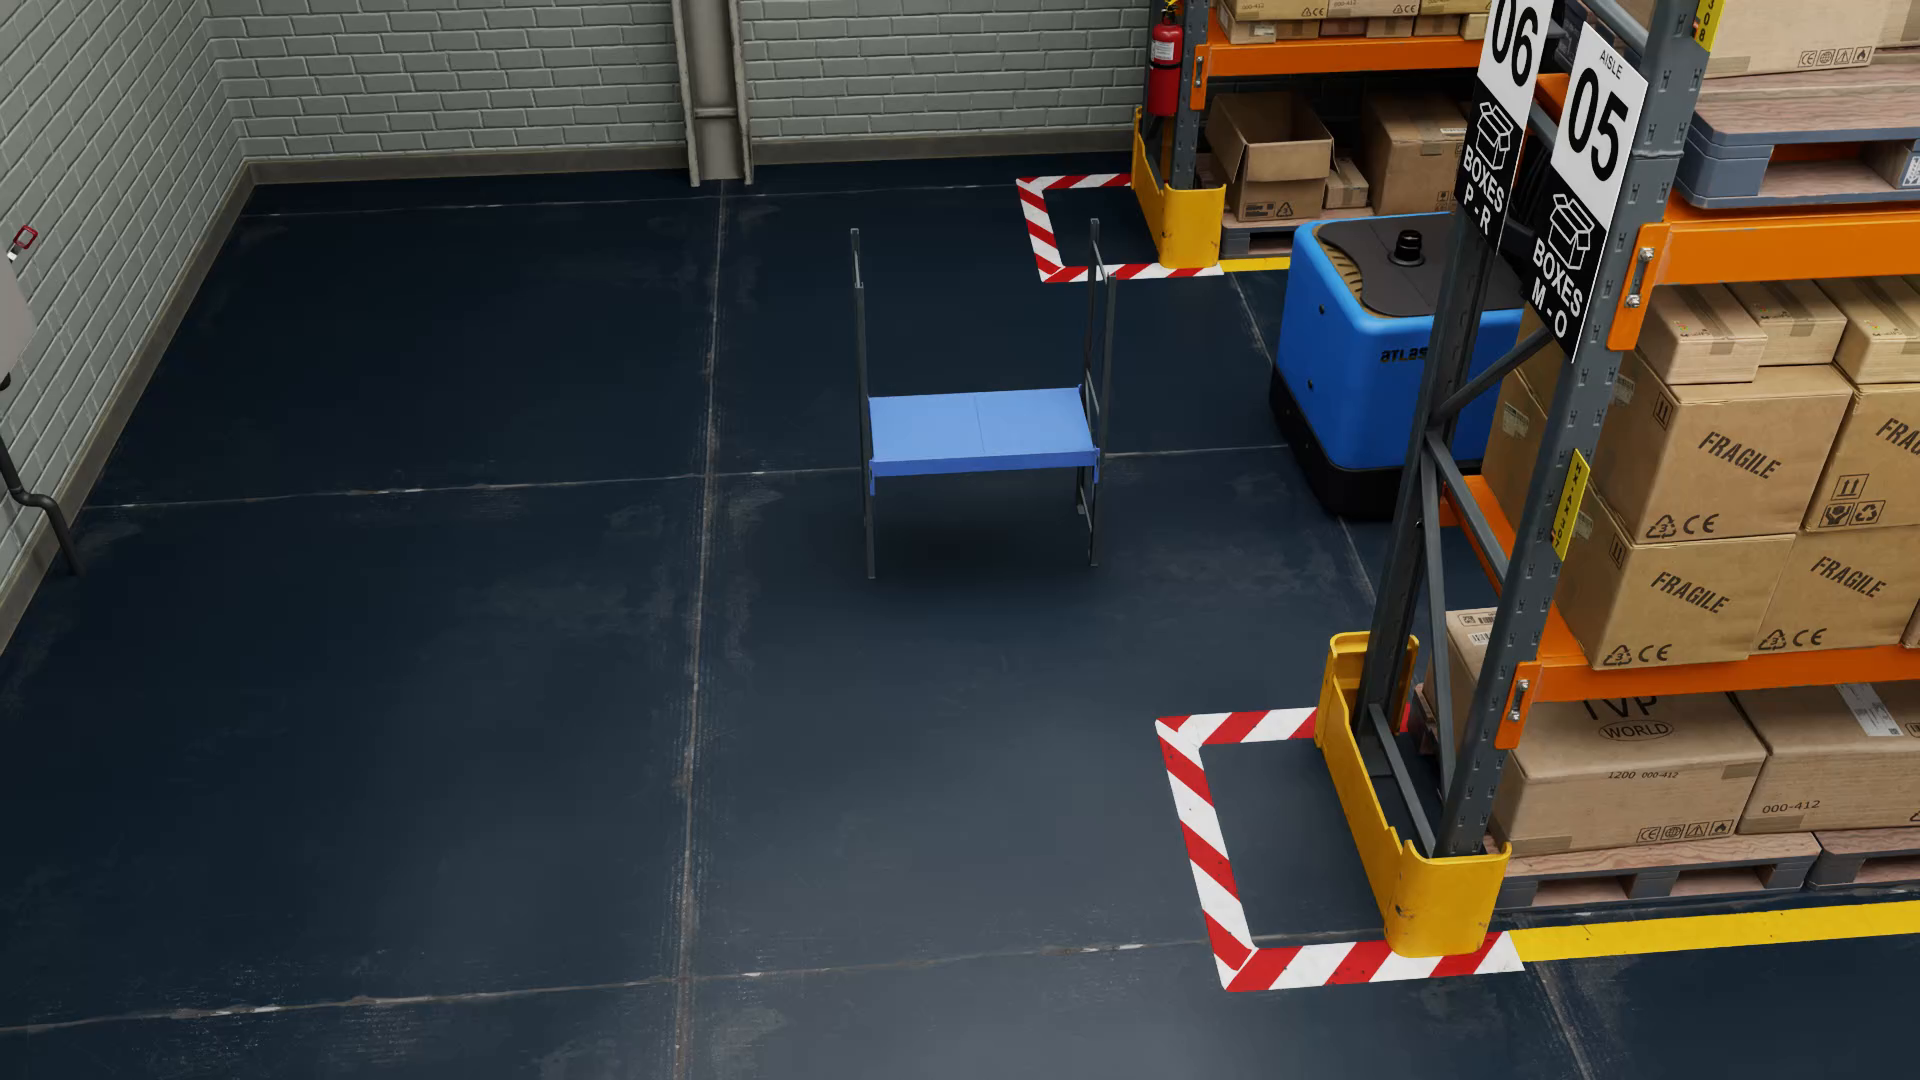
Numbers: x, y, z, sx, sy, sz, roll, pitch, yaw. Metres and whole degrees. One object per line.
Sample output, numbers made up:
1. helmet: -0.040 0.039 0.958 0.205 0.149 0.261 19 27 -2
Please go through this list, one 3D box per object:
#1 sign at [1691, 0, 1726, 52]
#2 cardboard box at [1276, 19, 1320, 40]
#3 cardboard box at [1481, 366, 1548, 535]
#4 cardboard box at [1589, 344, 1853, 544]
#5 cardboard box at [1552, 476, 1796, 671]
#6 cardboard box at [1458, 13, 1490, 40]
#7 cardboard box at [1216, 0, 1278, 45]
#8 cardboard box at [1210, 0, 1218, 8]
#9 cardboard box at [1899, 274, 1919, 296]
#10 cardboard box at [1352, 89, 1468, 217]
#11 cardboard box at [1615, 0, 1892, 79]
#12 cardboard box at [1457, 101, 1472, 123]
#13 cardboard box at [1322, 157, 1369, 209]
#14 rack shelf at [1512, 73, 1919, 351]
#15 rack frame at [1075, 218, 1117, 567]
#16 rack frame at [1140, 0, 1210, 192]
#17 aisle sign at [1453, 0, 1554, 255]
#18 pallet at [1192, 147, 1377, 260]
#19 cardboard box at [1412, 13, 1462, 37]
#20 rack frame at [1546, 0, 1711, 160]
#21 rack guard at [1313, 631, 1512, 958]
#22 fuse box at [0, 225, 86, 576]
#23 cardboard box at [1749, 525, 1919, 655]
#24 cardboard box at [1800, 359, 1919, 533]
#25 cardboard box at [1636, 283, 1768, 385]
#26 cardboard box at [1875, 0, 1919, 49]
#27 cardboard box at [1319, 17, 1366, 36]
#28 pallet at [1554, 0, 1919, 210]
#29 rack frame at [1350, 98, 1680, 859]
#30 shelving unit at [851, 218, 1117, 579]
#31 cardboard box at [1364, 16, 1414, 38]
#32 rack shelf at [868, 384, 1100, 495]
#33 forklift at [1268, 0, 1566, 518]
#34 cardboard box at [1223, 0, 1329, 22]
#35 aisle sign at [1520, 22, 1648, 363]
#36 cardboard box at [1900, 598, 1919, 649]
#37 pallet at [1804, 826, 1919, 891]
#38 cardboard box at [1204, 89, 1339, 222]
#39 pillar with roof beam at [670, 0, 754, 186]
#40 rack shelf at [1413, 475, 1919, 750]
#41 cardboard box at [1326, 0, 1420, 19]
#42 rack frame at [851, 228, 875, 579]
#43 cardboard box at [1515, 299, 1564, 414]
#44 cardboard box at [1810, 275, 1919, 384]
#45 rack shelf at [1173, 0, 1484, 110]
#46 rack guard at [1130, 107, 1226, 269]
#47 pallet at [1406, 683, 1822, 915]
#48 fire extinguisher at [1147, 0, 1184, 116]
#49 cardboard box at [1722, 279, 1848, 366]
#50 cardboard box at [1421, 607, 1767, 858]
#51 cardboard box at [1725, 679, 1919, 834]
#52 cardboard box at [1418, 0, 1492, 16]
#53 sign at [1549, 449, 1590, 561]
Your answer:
1. sign: 1.717 -1.277 3.756 0.005 0.325 0.100 -3 38 -4
2. cardboard box: 1.832 -2.923 9.236 0.250 0.149 0.380 -2 38 -3
3. cardboard box: 2.131 -0.297 5.624 0.500 0.500 0.500 -3 38 -4
4. cardboard box: 2.177 -0.351 4.885 0.500 0.500 0.500 -4 38 -5
5. cardboard box: 2.178 0.043 5.193 0.500 0.500 0.500 -3 38 -4
6. cardboard box: 2.870 -2.921 9.233 0.250 0.149 0.380 -4 38 -5
7. cardboard box: 1.583 -2.881 9.182 0.250 0.149 0.380 -3 38 -4
8. cardboard box: 1.537 -3.216 9.607 0.250 0.149 0.380 -4 38 -4
9. cardboard box: 2.837 -0.631 4.716 0.250 0.149 0.380 -4 38 -5
10. cardboard box: 2.703 -2.312 9.938 0.500 0.500 0.700 -2 38 -2
11. cardboard box: 2.114 -1.471 4.473 0.500 0.250 0.500 -6 39 -8
12. cardboard box: 3.239 -2.279 9.896 0.500 0.500 0.500 -2 38 -3
13. cardboard box: 2.275 -2.151 10.017 0.250 0.149 0.380 -5 39 -6
14. rack shelf: 3.666 -1.073 4.848 4.000 0.370 1.077 -3 38 -4
15. rack frame: 0.591 -0.621 7.327 0.032 1.500 0.500 -3 38 -4
16. rack frame: 1.231 -3.131 9.296 0.127 3.000 1.000 -3 38 -4
17. aisle sign: 1.575 -1.276 4.847 0.004 0.787 0.394 -3 38 -4
18. pallet: 2.101 -2.084 10.221 1.213 0.211 1.003 -3 38 -4
19. cardboard box: 2.612 -2.953 9.274 0.250 0.149 0.380 -3 38 -3
20. rack frame: 1.674 -2.423 3.557 0.127 3.000 1.000 -3 38 -4
21. rack guard: 1.650 0.914 6.188 0.348 0.500 1.175 -3 38 -4
22. fuse box: -3.981 -0.543 7.056 0.414 1.711 0.539 -3 38 -4
23. cardboard box: 2.679 -0.002 5.250 0.500 0.500 0.500 -4 38 -5
24. cardboard box: 2.692 -0.383 4.926 0.500 0.500 0.500 -4 38 -5
25. cardboard box: 2.052 -0.603 4.682 0.250 0.149 0.380 -2 38 -3
26. cardboard box: 2.525 -1.504 4.596 0.250 0.149 0.380 -6 39 -7
27. cardboard box: 2.090 -2.959 9.282 0.250 0.149 0.380 -4 38 -5
28. pallet: 2.412 -1.258 4.573 1.213 0.211 1.003 -3 38 -4
29. rack frame: 1.674 -0.068 5.415 0.127 3.000 1.000 -3 38 -4
30. shelving unit: 0.085 -0.593 7.291 1.048 1.500 0.538 -3 38 -4
31. cardboard box: 2.348 -2.935 9.251 0.250 0.149 0.380 -2 38 -3
32. rack shelf: 0.085 -0.452 7.403 1.000 0.185 0.538 -3 38 -4
33. forklift: 3.143 -1.673 7.504 3.031 2.935 1.130 -5 39 -7
34. cardboard box: 1.707 -3.047 9.071 0.500 0.250 0.500 -3 38 -4
35. aisle sign: 1.628 -0.906 4.378 0.004 0.787 0.394 -3 38 -4
36. cardboard box: 3.187 -0.018 5.271 0.500 0.500 0.500 -3 38 -4
37. pallet: 3.676 0.869 6.478 1.213 0.211 1.003 -3 38 -4
38. cardboard box: 1.848 -2.291 9.908 0.637 0.503 0.797 -5 39 -6
39. pillar with roof beam: -1.153 -3.238 4.589 0.400 9.000 9.100 -3 38 -4
40. rack shelf: 3.666 0.104 5.777 4.000 0.370 1.077 -3 38 -4
41. cardboard box: 2.209 -3.075 9.107 0.500 0.250 0.500 -3 38 -3
42. rack frame: -0.421 -0.566 7.256 0.032 1.500 0.500 -3 38 -4
43. cardboard box: 2.133 -0.673 5.294 0.500 0.500 0.500 -2 38 -2
44. cardboard box: 2.576 -0.605 4.684 0.250 0.149 0.380 -2 38 -3
45. rack shelf: 3.223 -2.958 9.658 4.000 0.370 1.077 -3 38 -4
46. rack guard: 1.306 -2.153 10.076 0.348 0.500 1.175 -3 38 -4
47. pallet: 2.464 0.934 6.396 1.213 0.211 1.003 -3 38 -4
48. fire extinguisher: 1.125 -2.661 9.064 0.183 0.674 0.296 -3 38 -4
49. cardboard box: 2.307 -0.662 4.755 0.250 0.149 0.380 -2 38 -3
50. cardboard box: 2.323 0.675 6.203 0.875 0.438 0.875 -4 38 -6
51. cardboard box: 3.234 0.619 6.273 0.875 0.438 0.875 -2 38 -3
52. cardboard box: 2.713 -3.105 9.144 0.500 0.250 0.500 -4 38 -5
53. sign: 1.717 -0.096 4.688 0.005 0.325 0.100 -3 38 -4
